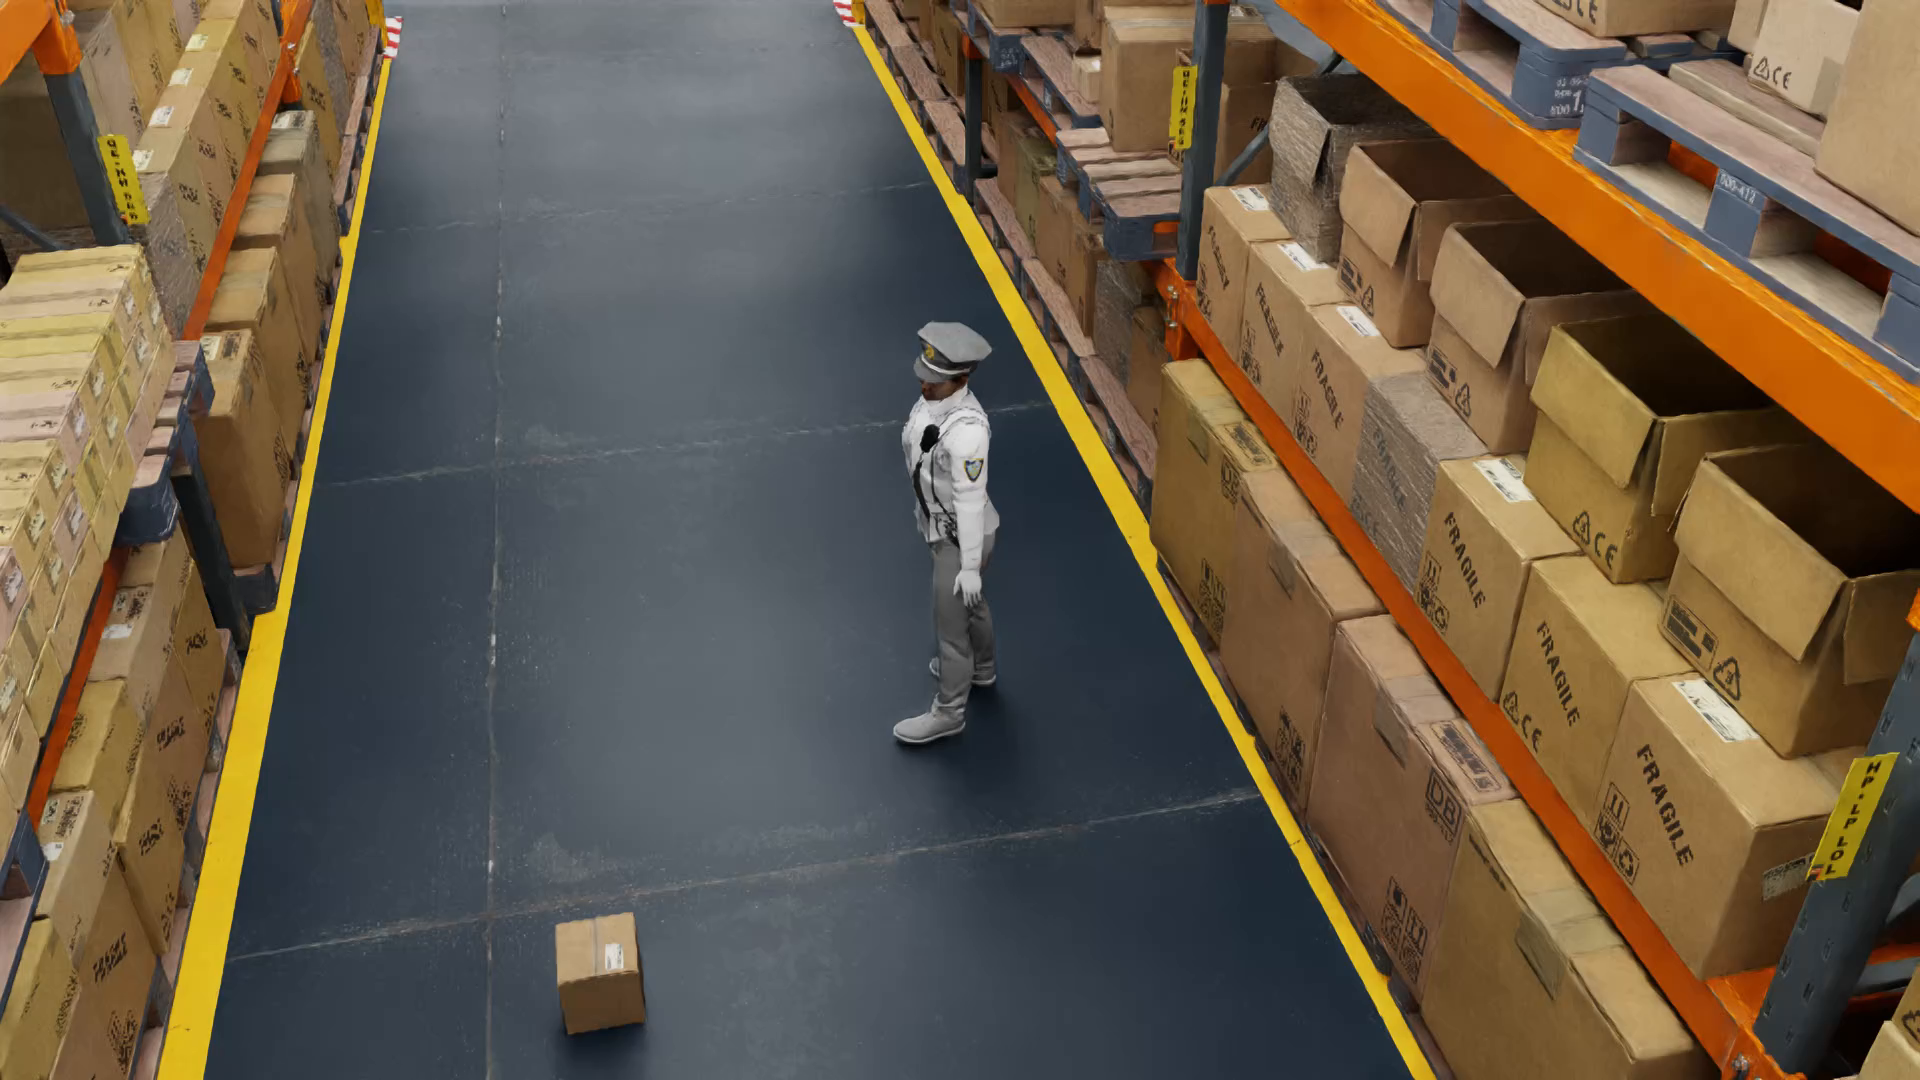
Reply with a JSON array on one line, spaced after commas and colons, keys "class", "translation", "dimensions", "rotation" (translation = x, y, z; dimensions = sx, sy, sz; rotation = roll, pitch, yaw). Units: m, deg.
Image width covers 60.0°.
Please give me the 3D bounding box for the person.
[{"class": "person", "translation": [-0.059, -0.020, 6.123], "dimensions": [0.478, 1.672, 0.567], "rotation": [-7, 35, -11]}]
